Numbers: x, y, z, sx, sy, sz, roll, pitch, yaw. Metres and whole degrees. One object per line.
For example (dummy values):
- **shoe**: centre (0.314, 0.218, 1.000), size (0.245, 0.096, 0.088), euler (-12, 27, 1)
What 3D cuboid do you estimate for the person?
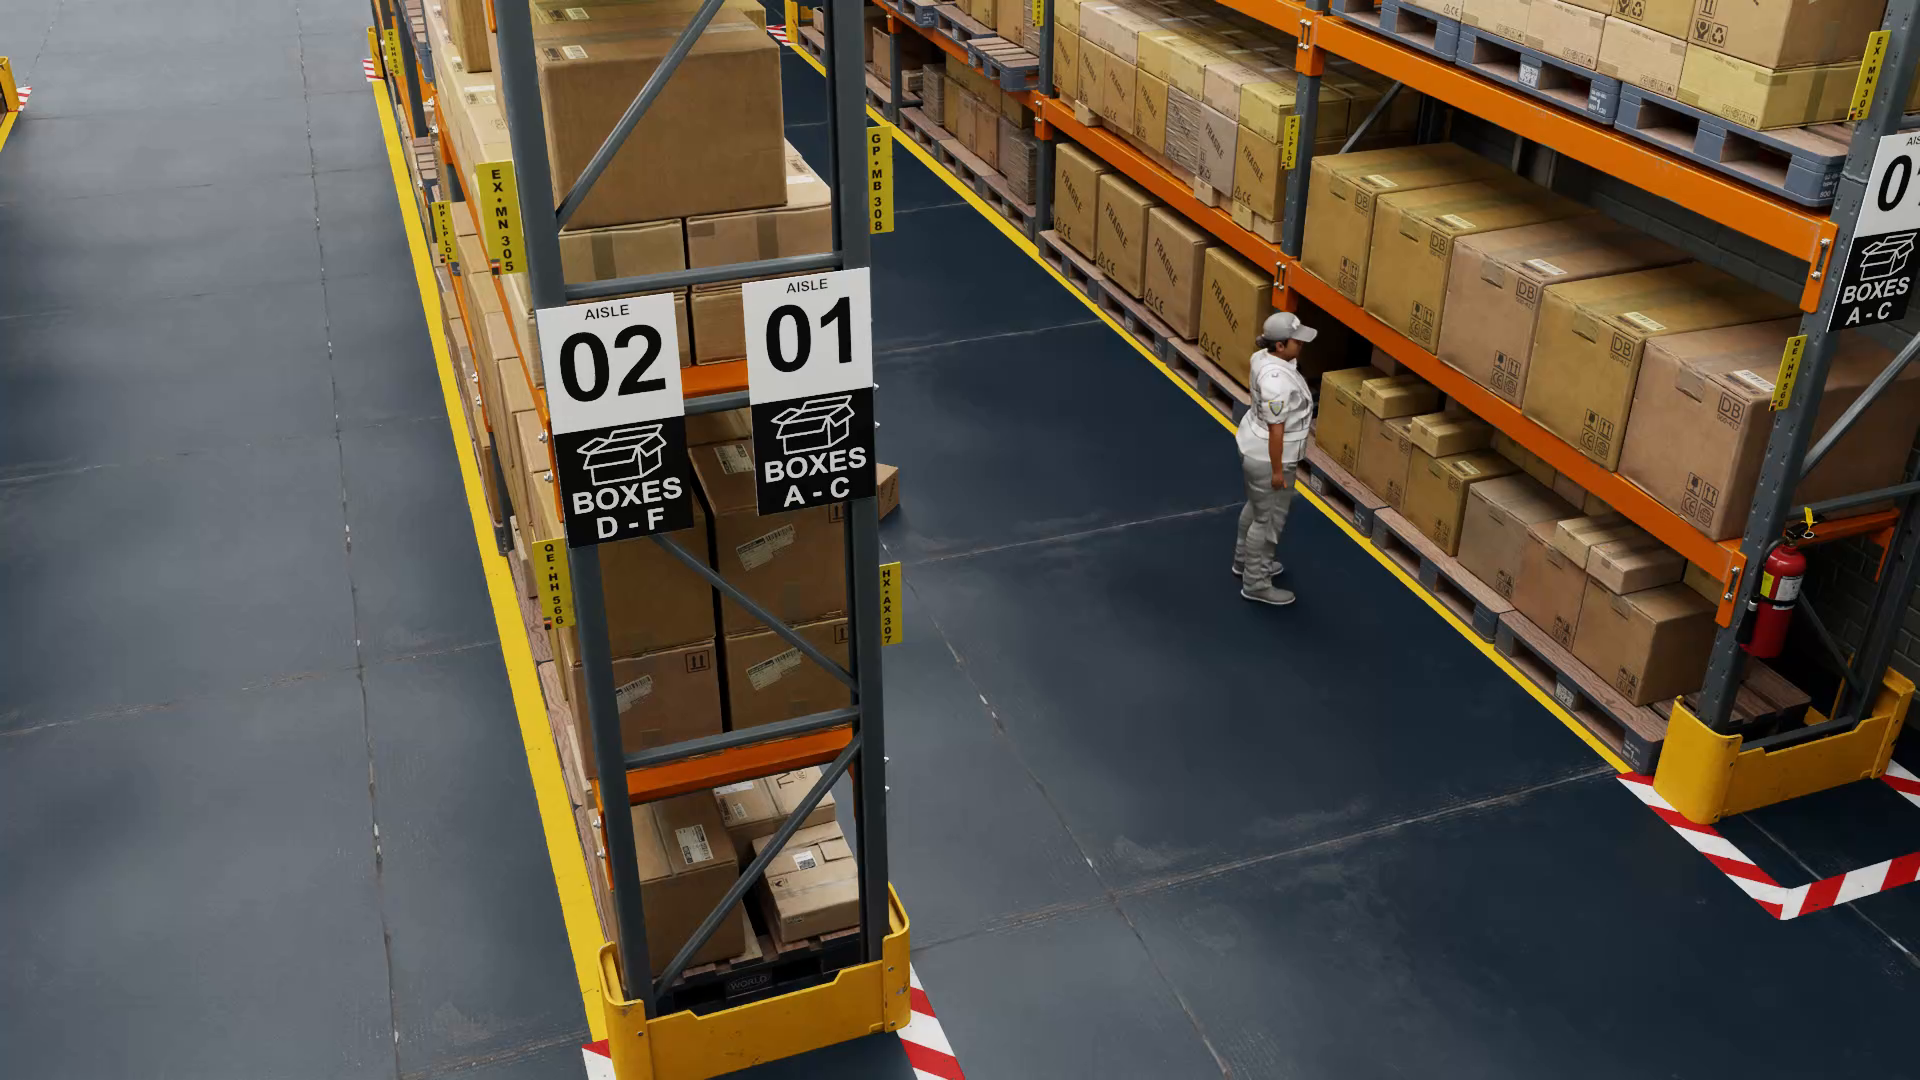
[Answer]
- **person**: centre (1.716, -0.465, 9.139), size (0.387, 1.669, 0.478), euler (-1, 30, -1)
